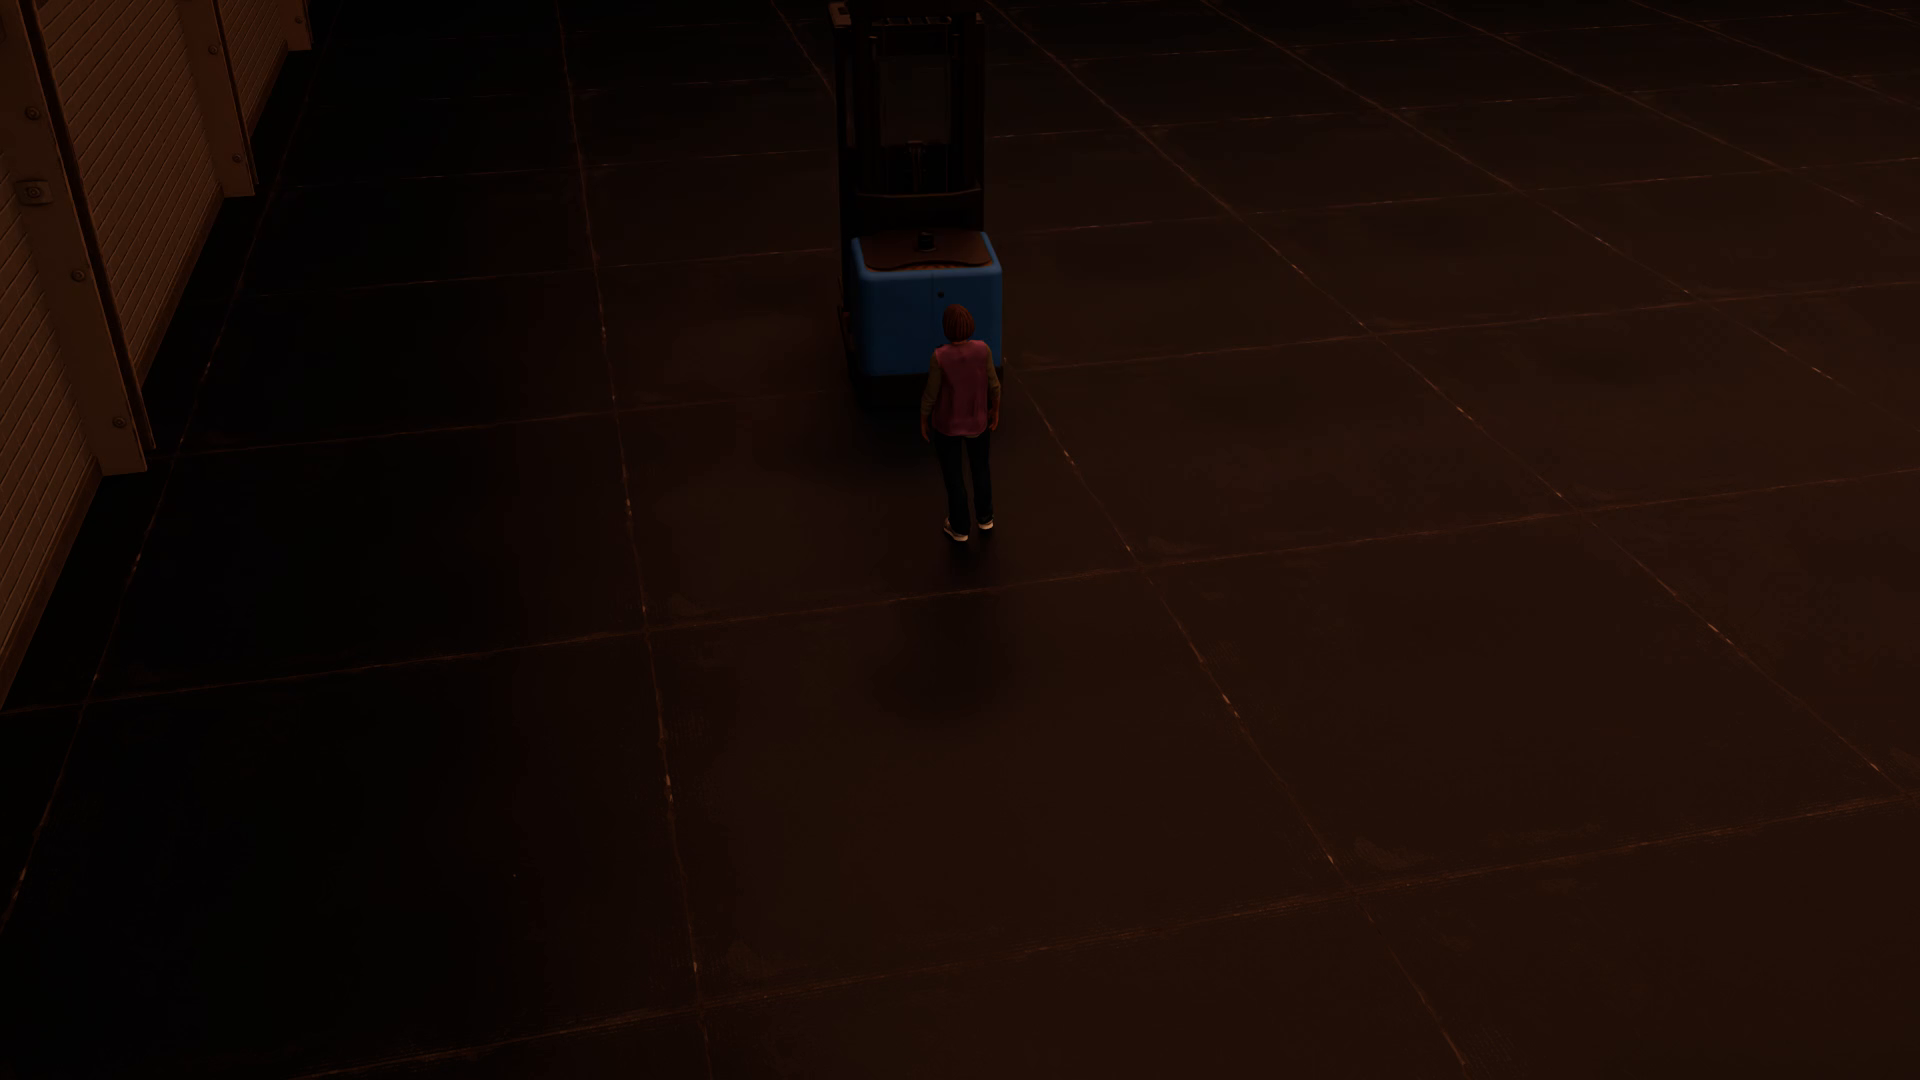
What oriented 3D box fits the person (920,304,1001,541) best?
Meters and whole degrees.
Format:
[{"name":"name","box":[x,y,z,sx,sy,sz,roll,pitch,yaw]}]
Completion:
[{"name":"person","box":[-0.004,-0.735,10.162,0.521,1.599,0.473,-7,31,-12]}]

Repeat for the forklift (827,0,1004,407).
[{"name":"forklift","box":[-0.399,-2.949,12.668,1.130,2.935,3.031,-4,30,-7]}]
